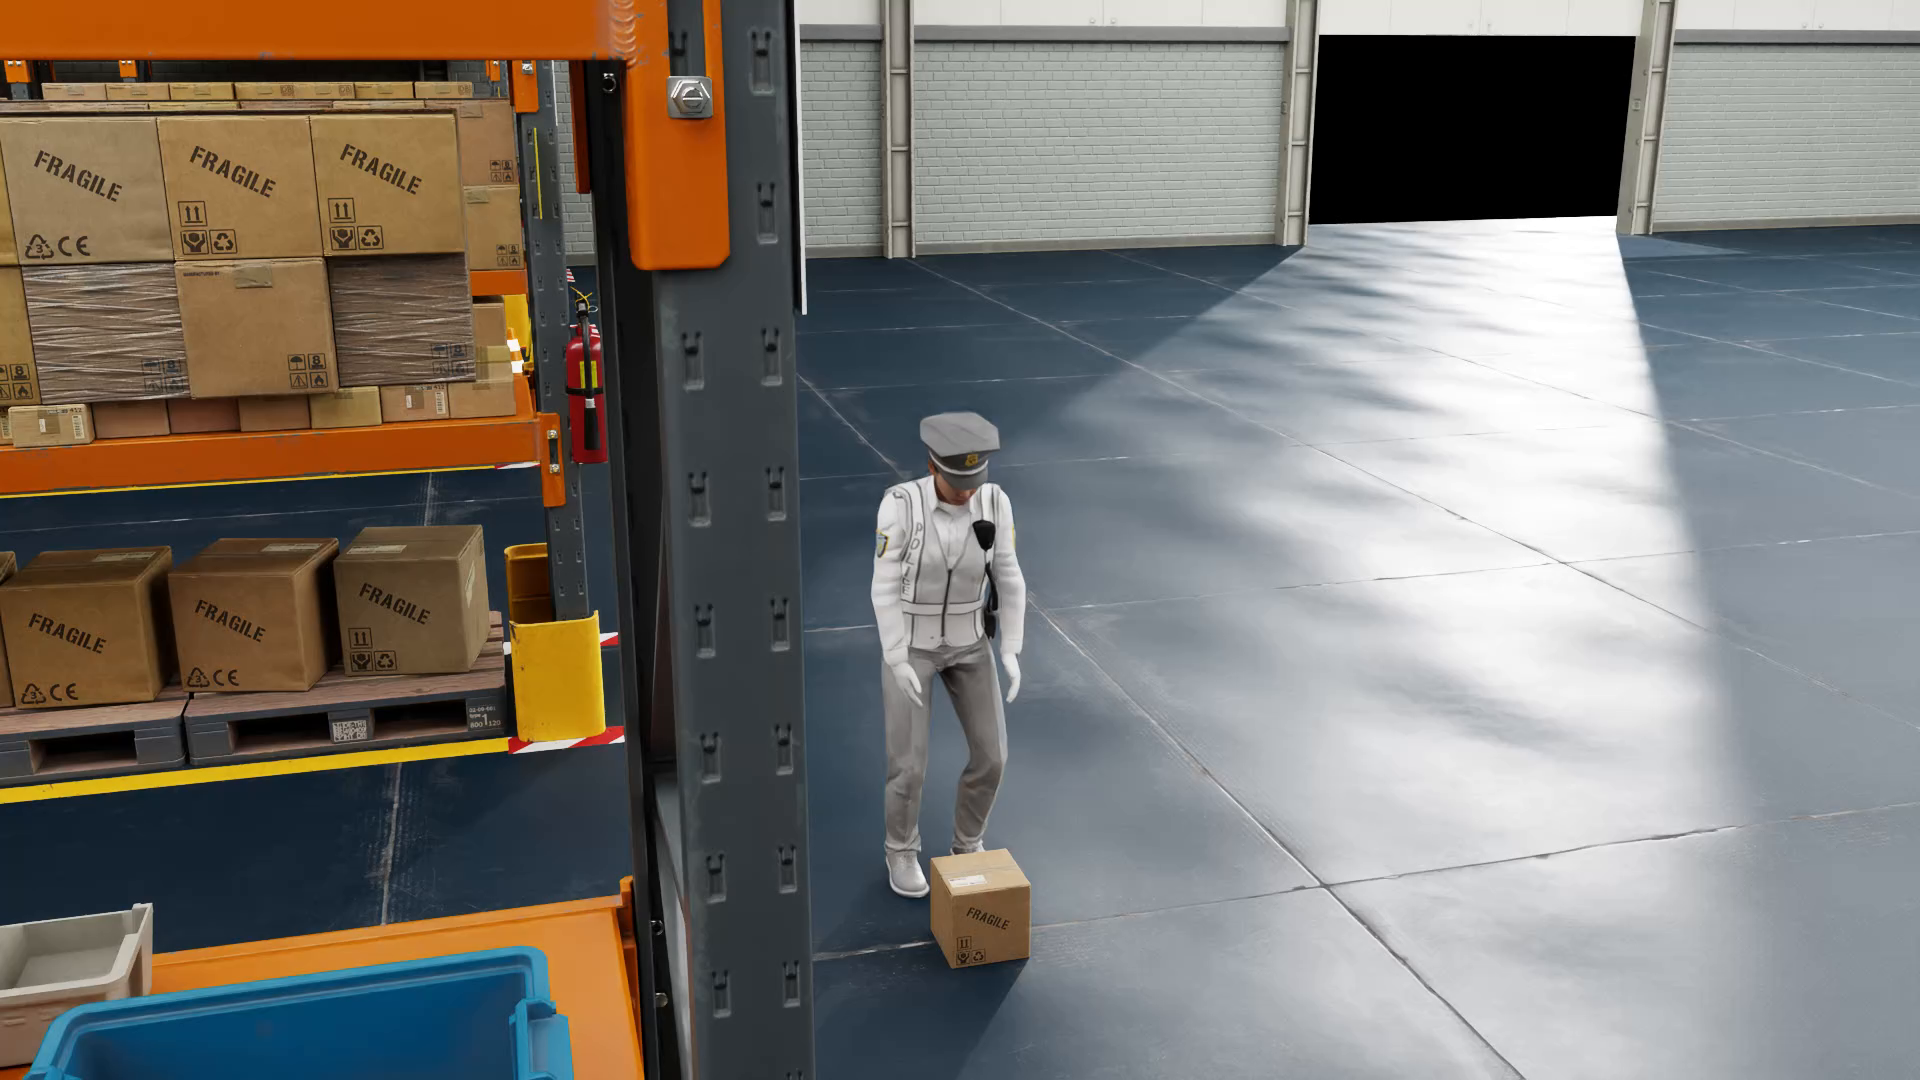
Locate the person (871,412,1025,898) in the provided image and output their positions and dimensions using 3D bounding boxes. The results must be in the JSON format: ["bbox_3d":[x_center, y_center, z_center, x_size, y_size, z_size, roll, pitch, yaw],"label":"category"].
[{"bbox_3d":[-0.033,0.372,5.375,0.508,1.604,0.485,-4,17,-14],"label":"person"}]
